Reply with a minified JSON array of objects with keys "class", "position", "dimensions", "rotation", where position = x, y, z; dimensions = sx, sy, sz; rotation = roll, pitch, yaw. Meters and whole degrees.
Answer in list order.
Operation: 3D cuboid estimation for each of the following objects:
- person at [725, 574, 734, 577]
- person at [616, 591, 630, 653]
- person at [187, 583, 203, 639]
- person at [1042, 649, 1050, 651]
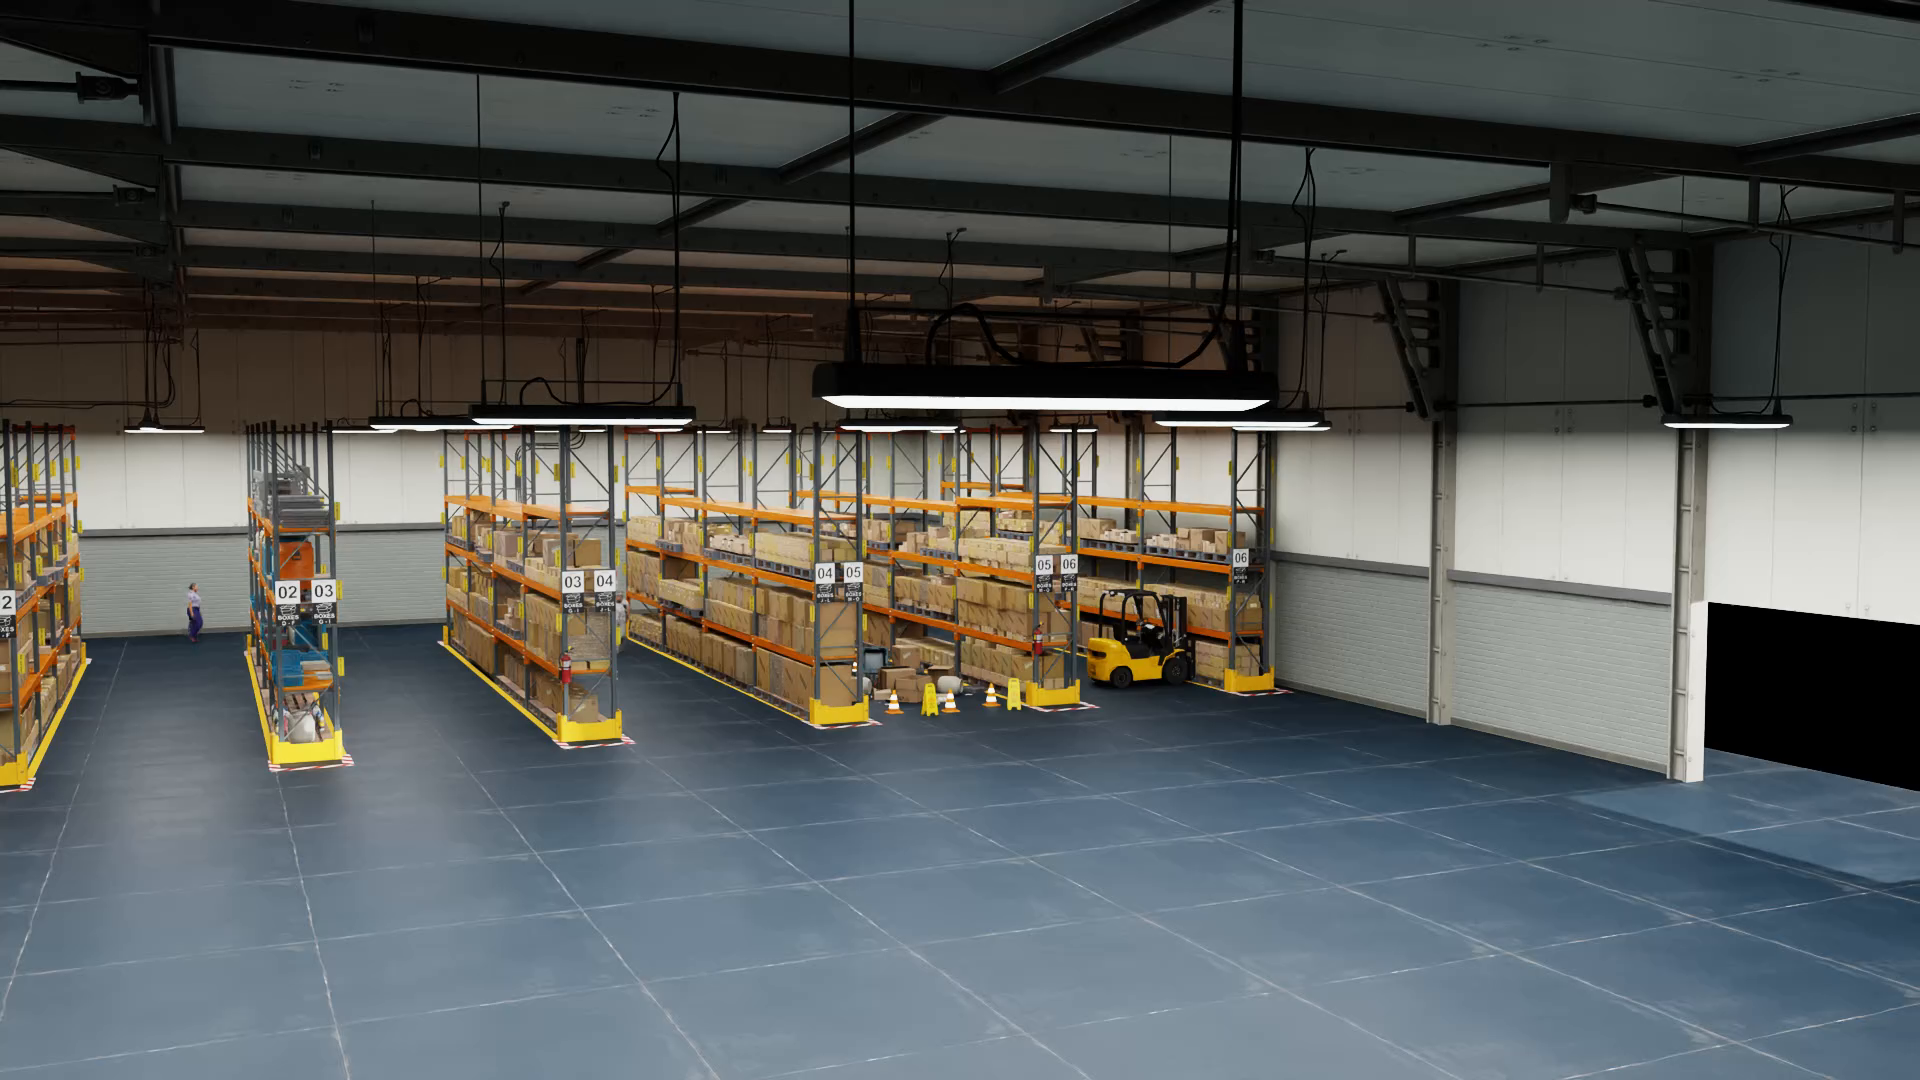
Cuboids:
[{"class":"person","position":[-6.840,1.806,49.399],"dimensions":[0.817,1.629,0.499],"rotation":[-2,4,-24]},{"class":"person","position":[-8.987,2.155,43.733],"dimensions":[0.643,1.681,0.721],"rotation":[-1,4,-14]},{"class":"person","position":[-21.224,1.980,46.123],"dimensions":[0.417,1.546,0.506],"rotation":[-1,4,-21]},{"class":"person","position":[1.936,2.437,39.659],"dimensions":[0.620,1.627,0.754],"rotation":[-1,4,-22]}]
